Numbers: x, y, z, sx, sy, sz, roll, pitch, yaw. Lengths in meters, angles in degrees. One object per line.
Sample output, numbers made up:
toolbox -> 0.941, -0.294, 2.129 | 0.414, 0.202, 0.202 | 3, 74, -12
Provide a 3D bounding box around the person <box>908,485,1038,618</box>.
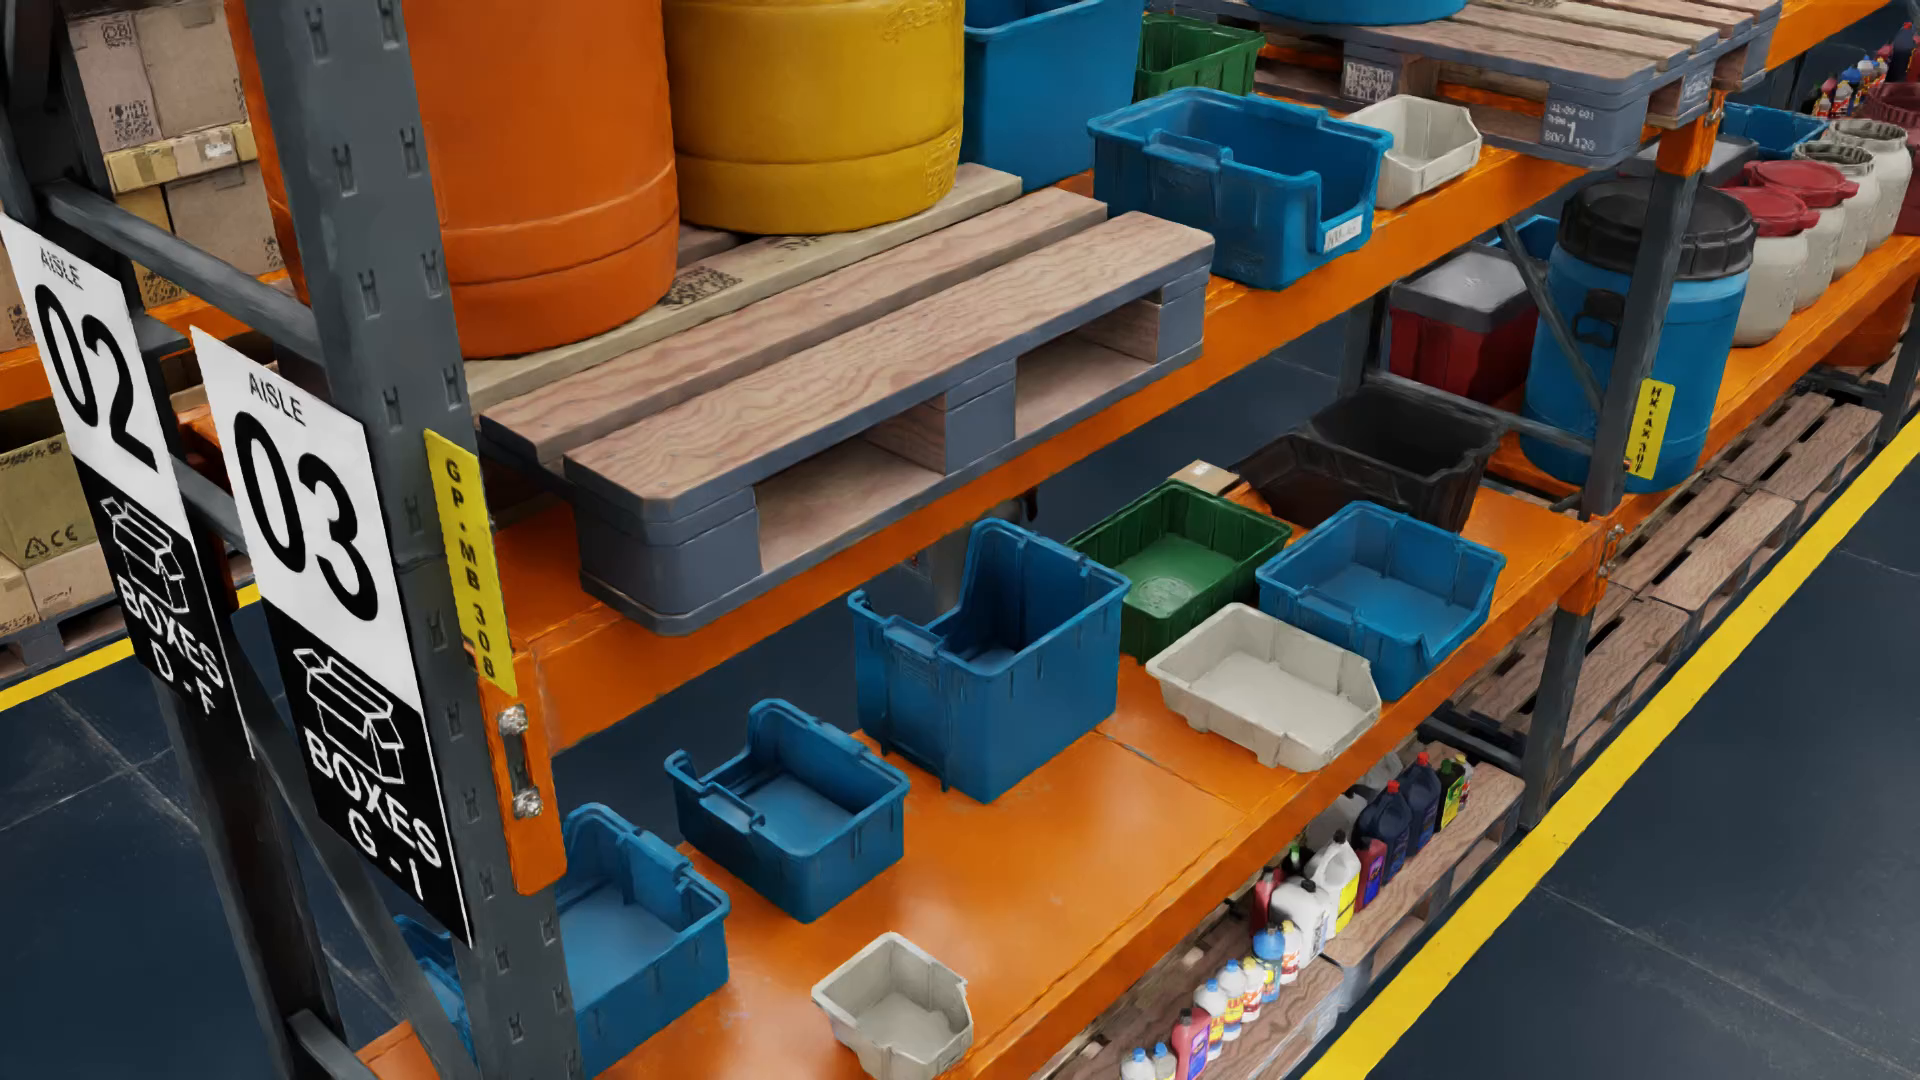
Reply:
person -> 0.041, -0.117, 6.317 | 0.565, 1.654, 0.574 | -11, 33, -18
